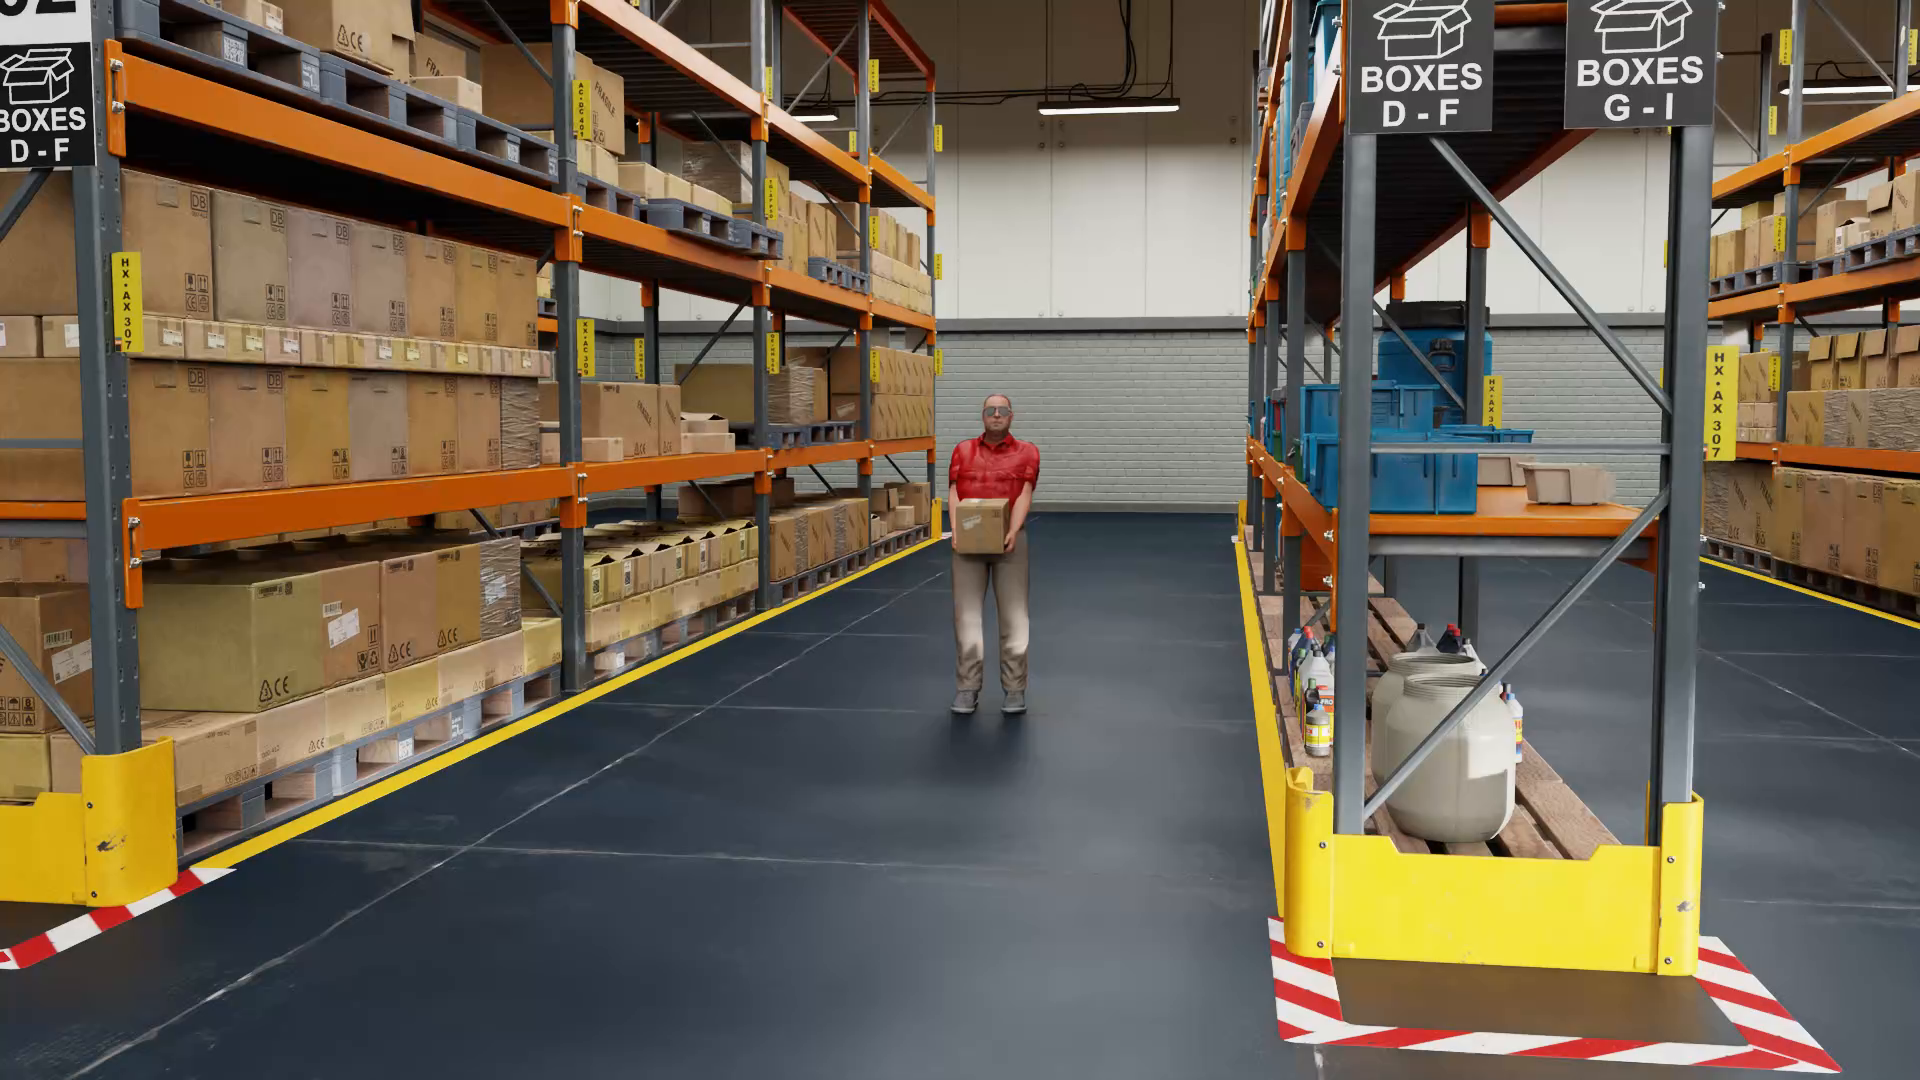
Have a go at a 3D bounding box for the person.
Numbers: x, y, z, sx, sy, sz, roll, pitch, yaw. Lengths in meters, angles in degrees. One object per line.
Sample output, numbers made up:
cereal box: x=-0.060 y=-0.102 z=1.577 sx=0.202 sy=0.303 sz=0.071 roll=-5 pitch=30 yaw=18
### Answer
person: x=0.184 y=0.055 z=9.009 sx=0.606 sy=1.727 sz=0.388 roll=0 pitch=4 yaw=5
